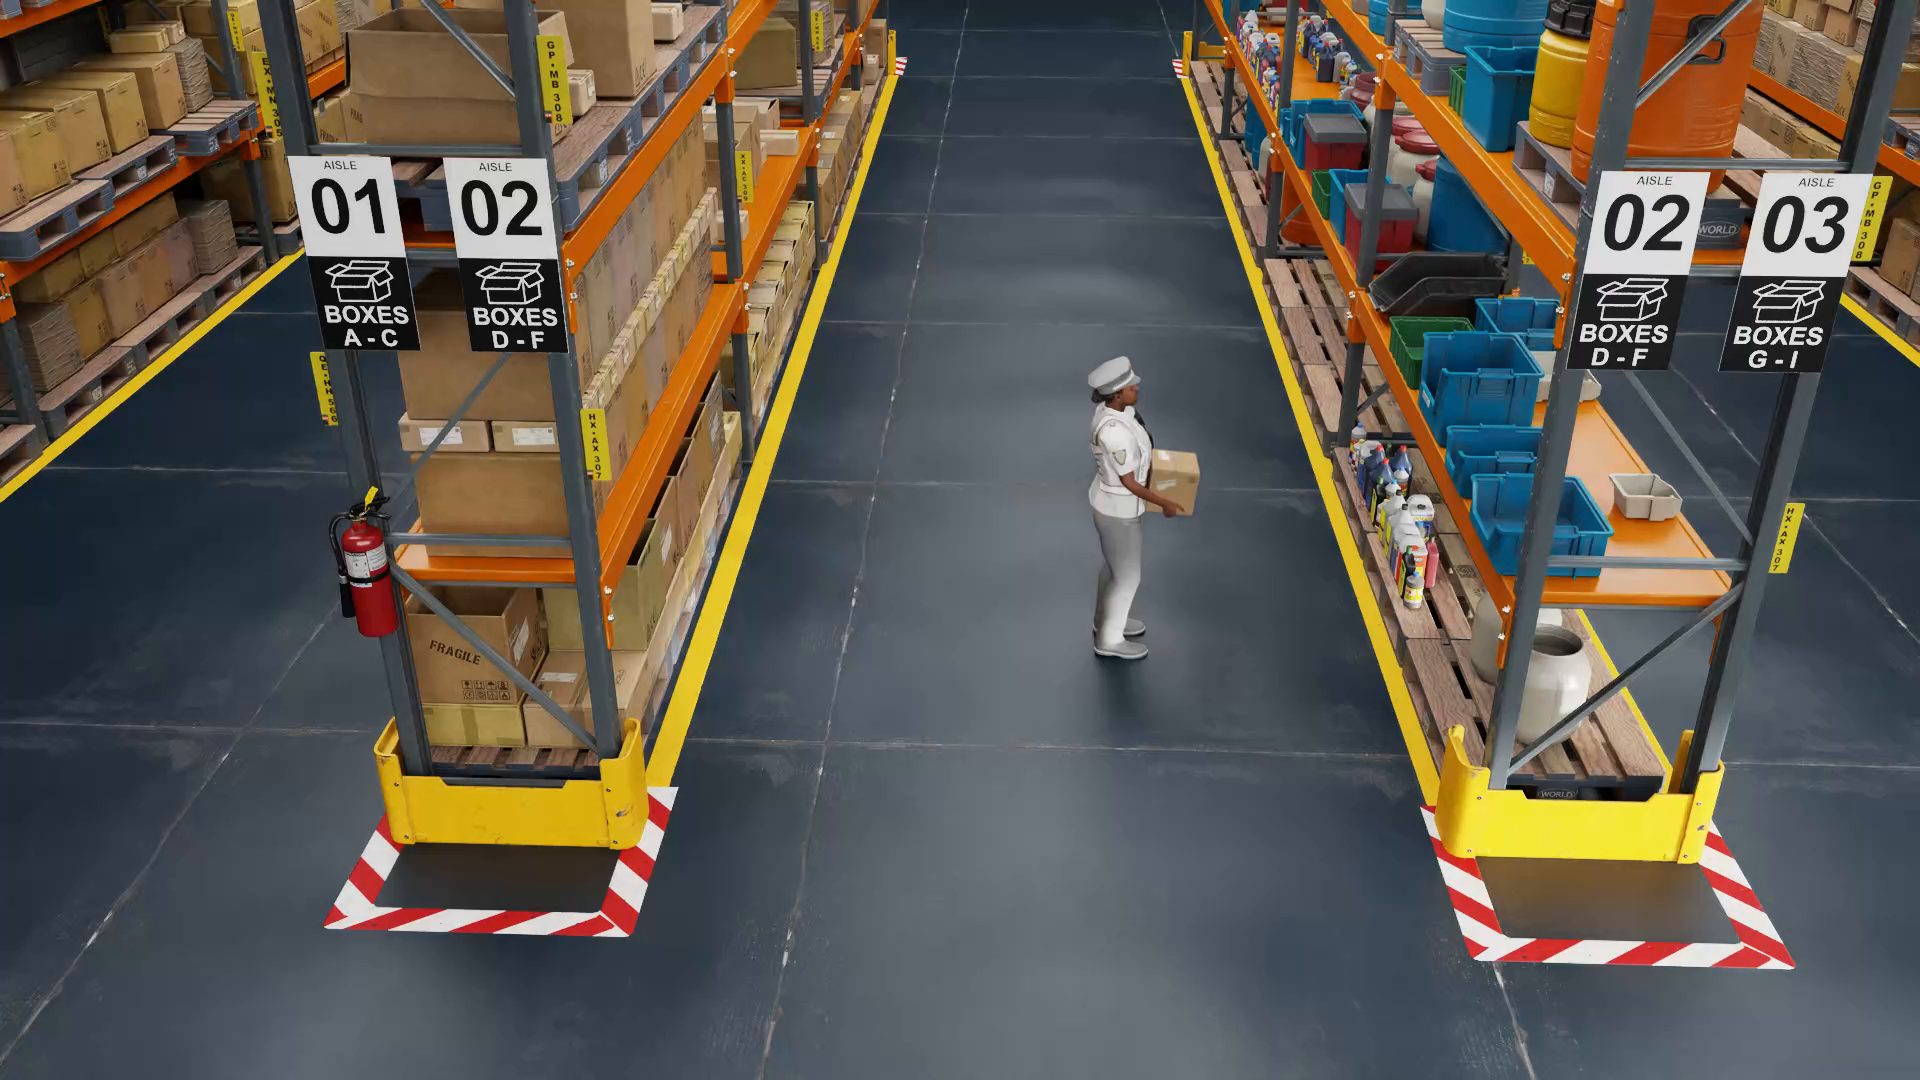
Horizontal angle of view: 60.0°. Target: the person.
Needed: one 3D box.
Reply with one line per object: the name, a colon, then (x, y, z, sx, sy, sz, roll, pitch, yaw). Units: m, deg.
person: (0.928, -0.177, 8.921, 0.533, 1.689, 0.449, 1, 28, 2)
